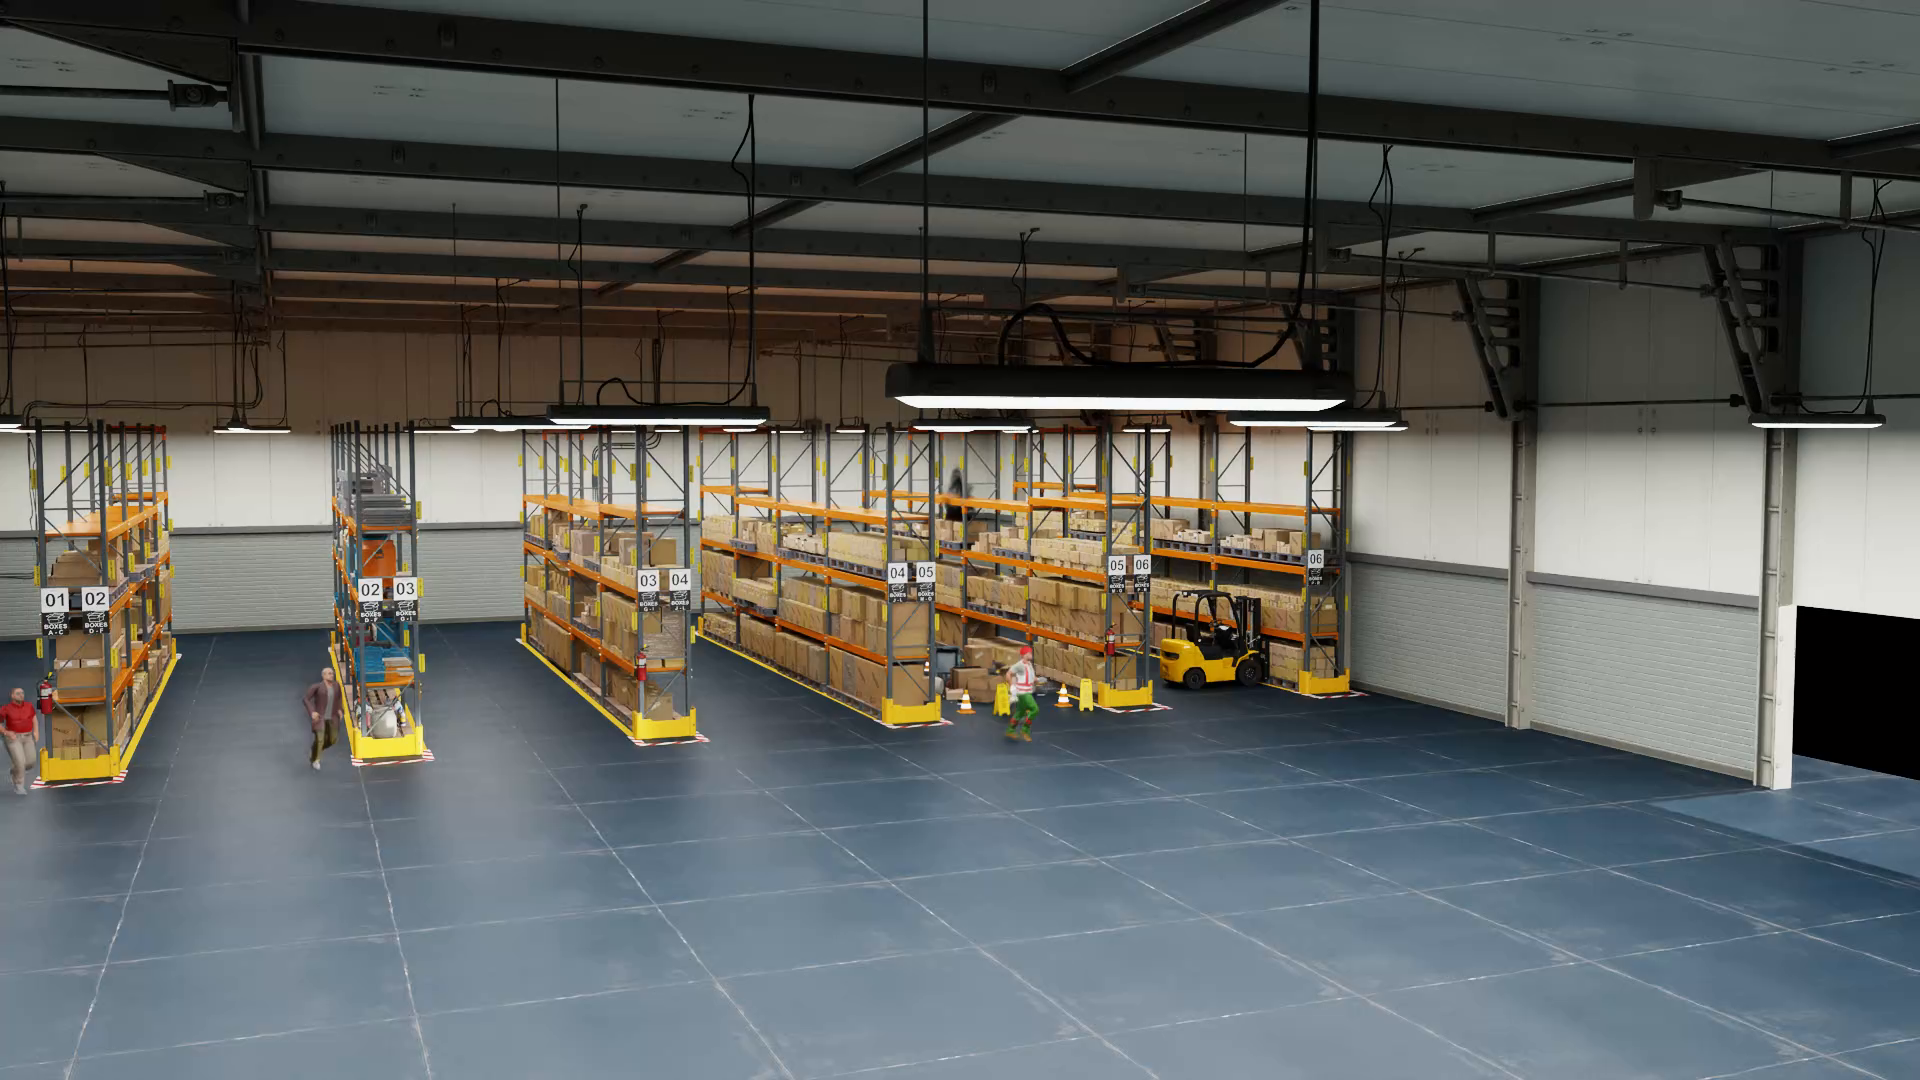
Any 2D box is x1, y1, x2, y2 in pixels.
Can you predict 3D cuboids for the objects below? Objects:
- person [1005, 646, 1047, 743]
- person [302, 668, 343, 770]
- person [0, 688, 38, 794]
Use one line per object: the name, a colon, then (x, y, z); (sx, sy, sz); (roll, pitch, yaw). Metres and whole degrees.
person: (1.223, 2.888, 31.081); (0.821, 1.812, 0.645); (1, 4, 19)
person: (-11.003, 3.123, 28.816); (0.587, 1.634, 0.760); (3, 5, 43)
person: (-15.169, 3.219, 26.754); (0.627, 1.699, 0.676); (2, 4, 29)
